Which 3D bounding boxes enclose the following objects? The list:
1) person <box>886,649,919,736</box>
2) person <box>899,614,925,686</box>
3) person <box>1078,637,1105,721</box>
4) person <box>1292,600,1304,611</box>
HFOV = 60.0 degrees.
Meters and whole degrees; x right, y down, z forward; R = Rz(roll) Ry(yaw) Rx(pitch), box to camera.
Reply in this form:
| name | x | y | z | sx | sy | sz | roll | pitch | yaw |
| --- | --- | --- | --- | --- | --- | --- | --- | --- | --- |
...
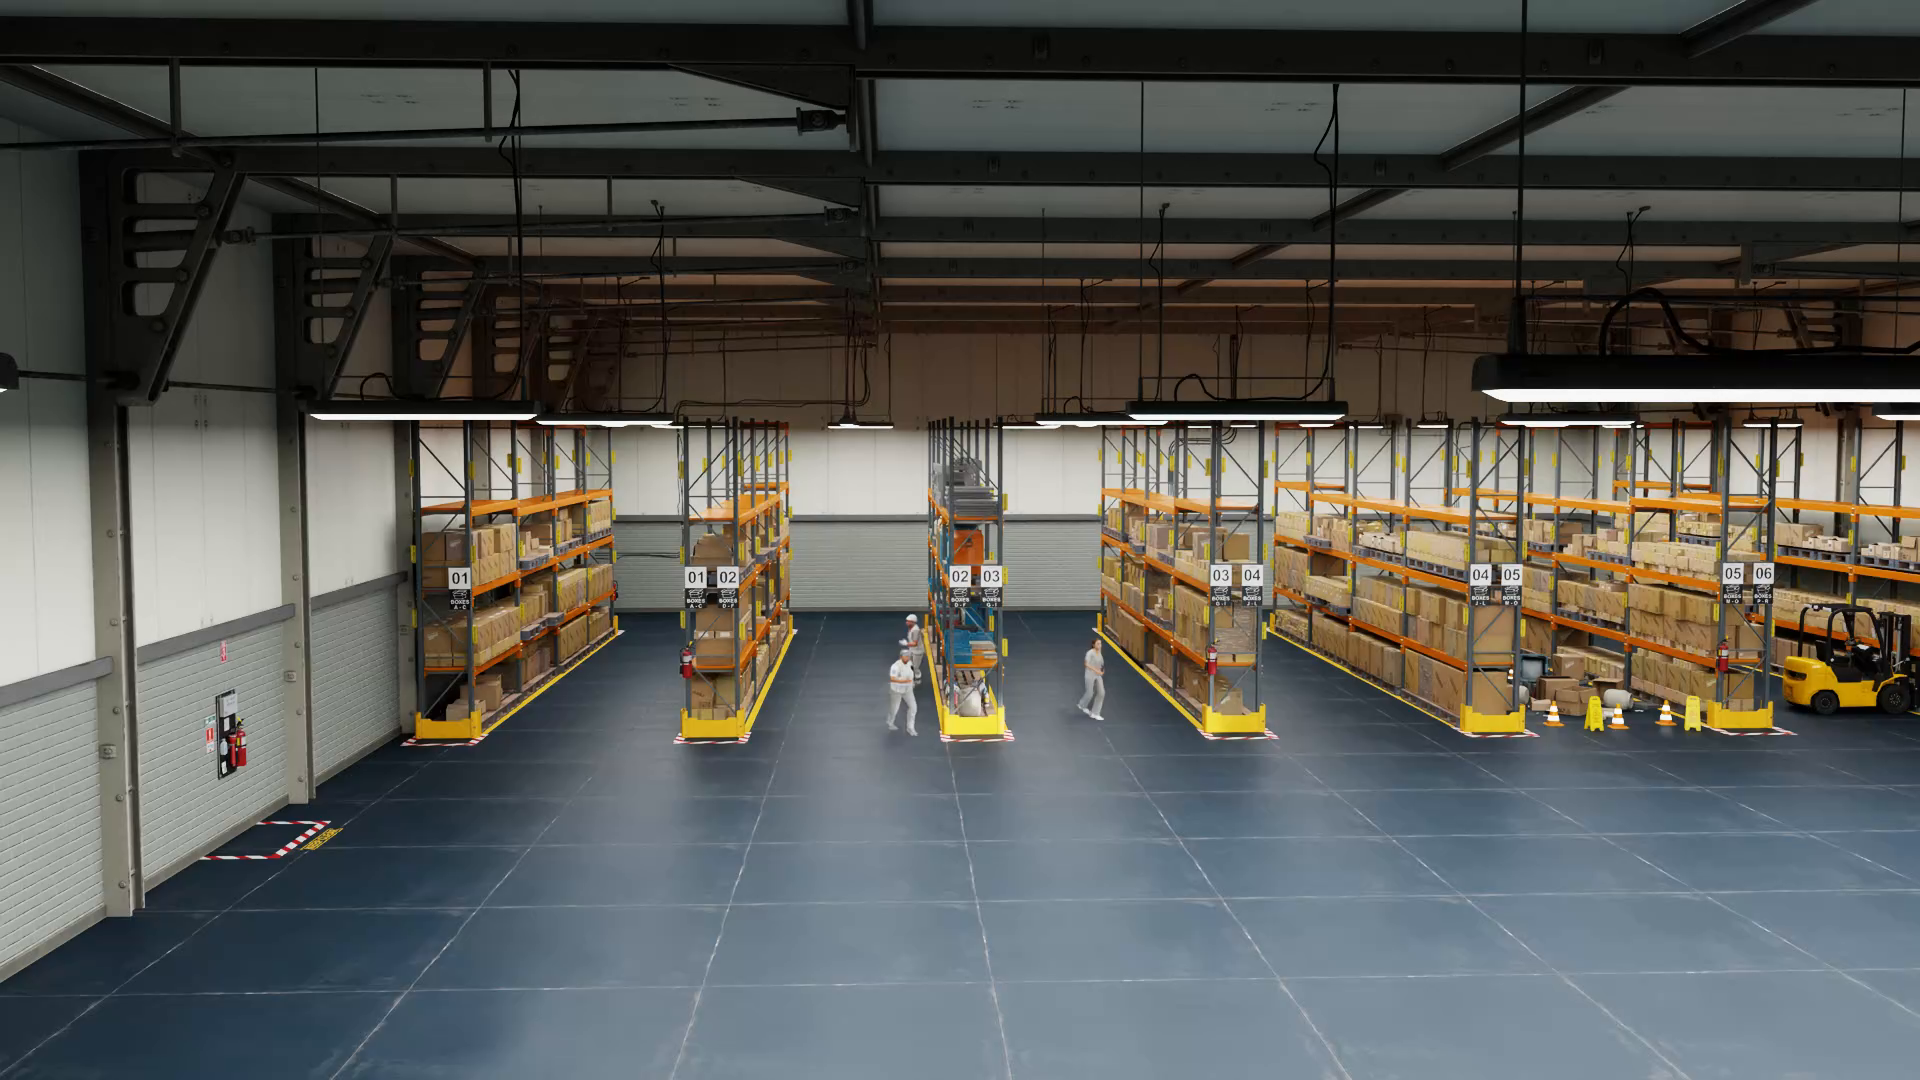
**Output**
| name | x | y | z | sx | sy | sz | roll | pitch | yaw |
| --- | --- | --- | --- | --- | --- | --- | --- | --- | --- |
| person | -1.118 | 2.869 | 31.407 | 0.607 | 1.663 | 0.911 | -2 | 4 | -32 |
| person | -1.048 | 2.458 | 36.716 | 0.724 | 1.677 | 0.819 | -2 | 4 | -32 |
| person | 2.584 | 2.737 | 33.119 | 0.527 | 1.641 | 0.834 | -3 | 5 | -36 |
| person | 10.192 | 1.618 | 49.806 | 0.792 | 1.735 | 0.590 | -3 | 5 | -39 |
